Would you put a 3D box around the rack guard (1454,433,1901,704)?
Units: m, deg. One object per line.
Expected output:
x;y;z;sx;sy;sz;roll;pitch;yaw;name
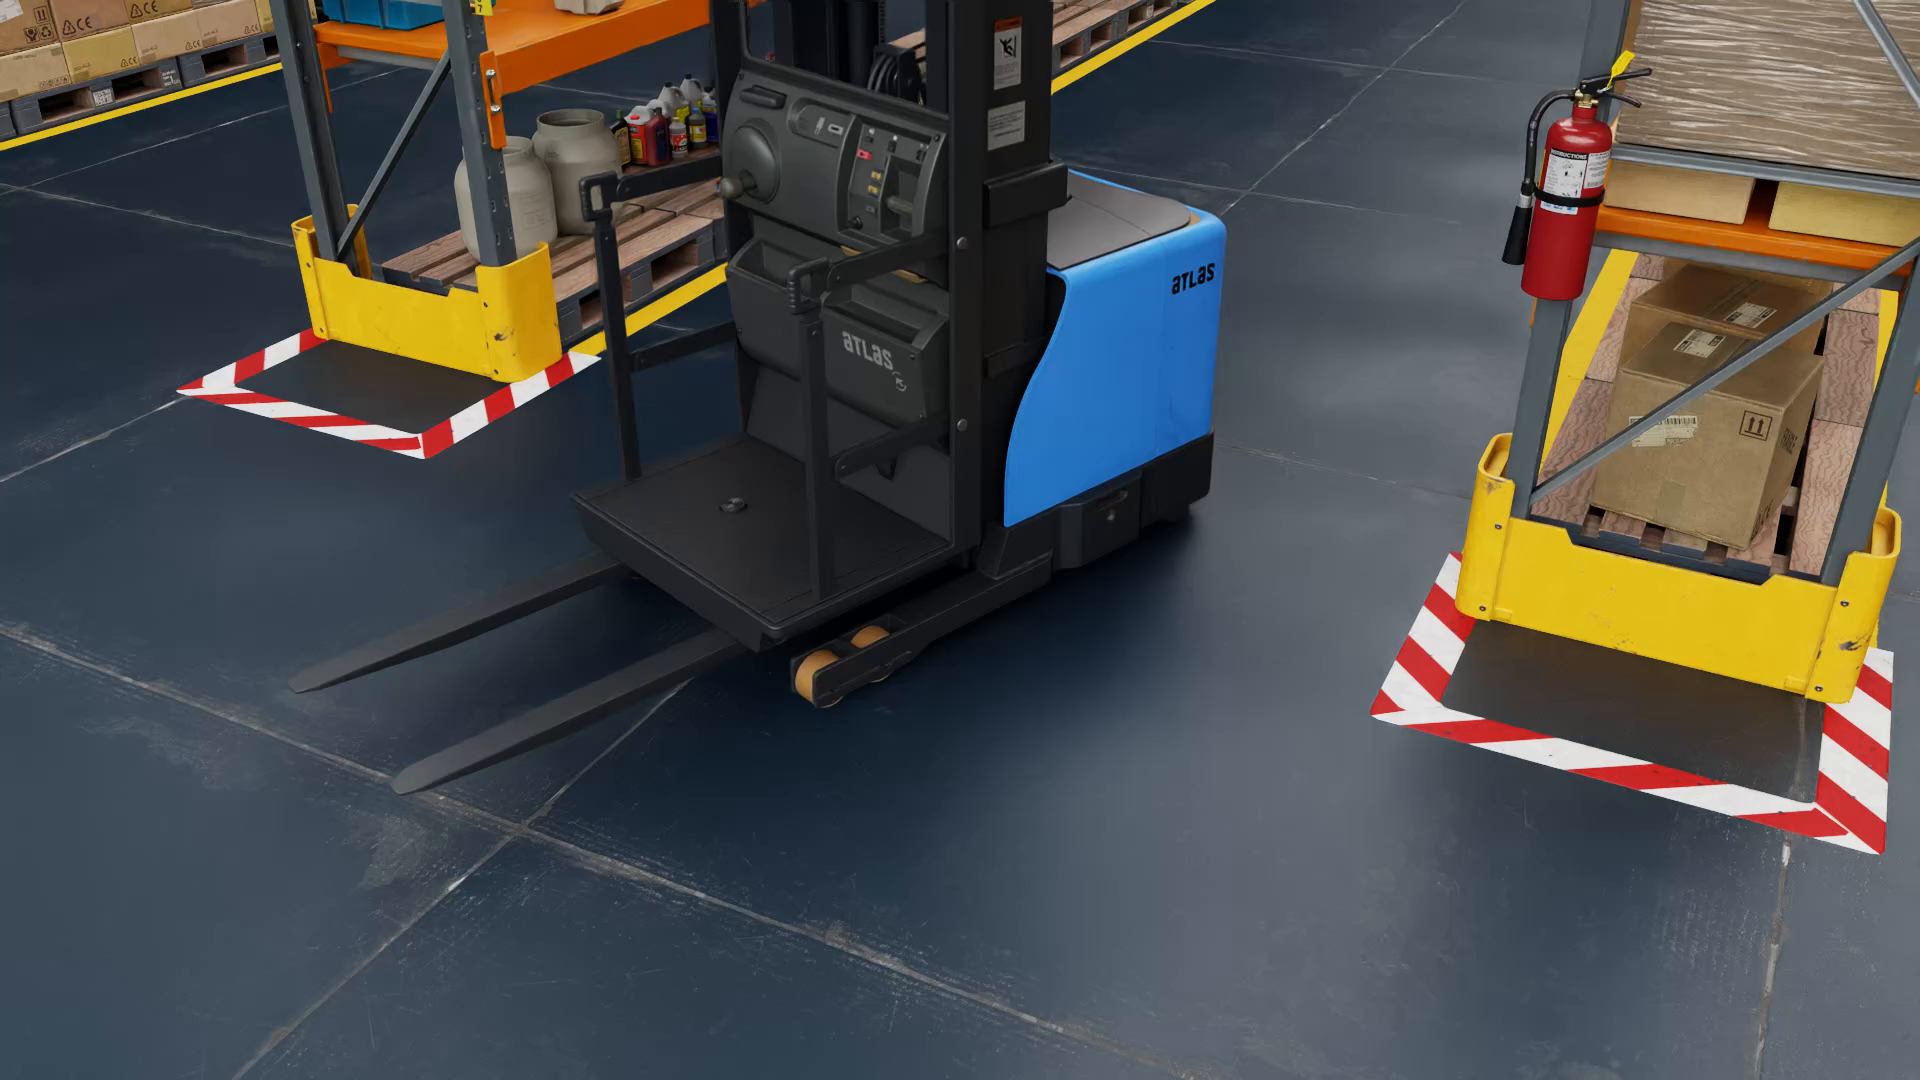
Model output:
2.176;0.070;5.127;1.175;0.500;0.348;14;33;23;rack guard

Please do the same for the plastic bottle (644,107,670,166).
-1.587;-2.112;8.702;0.061;0.283;0.133;14;33;23;plastic bottle

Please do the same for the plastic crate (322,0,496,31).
-2.306;-2.330;6.944;0.499;0.251;0.616;14;33;23;plastic crate

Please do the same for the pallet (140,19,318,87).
-5.253;-3.451;11.547;1.003;0.211;1.213;14;33;23;pallet

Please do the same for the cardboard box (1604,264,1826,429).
2.683;-0.625;5.914;0.500;0.500;0.500;24;38;36;cardboard box

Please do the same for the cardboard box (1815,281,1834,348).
3.279;-1.135;6.803;0.500;0.500;0.500;11;32;19;cardboard box

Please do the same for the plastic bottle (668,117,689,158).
-1.499;-2.142;8.836;0.097;0.201;0.097;0;30;0;plastic bottle

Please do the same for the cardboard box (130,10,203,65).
-5.321;-3.293;10.812;0.500;0.250;0.500;14;33;23;cardboard box

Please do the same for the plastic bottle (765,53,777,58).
-1.104;-2.696;9.726;0.152;0.276;0.135;16;33;25;plastic bottle

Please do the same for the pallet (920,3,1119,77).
0.432;-3.568;11.751;1.003;0.211;1.213;14;33;23;pallet

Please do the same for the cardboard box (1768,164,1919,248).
2.484;-0.944;4.634;0.380;0.149;0.250;14;33;23;cardboard box

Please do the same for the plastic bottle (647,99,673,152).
-1.619;-2.195;8.853;0.152;0.276;0.135;13;32;22;plastic bottle

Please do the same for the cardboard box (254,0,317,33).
-4.870;-3.737;11.586;0.500;0.250;0.500;14;33;23;cardboard box

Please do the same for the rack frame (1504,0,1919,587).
2.142;-0.981;4.446;1.000;3.000;0.127;14;33;23;rack frame

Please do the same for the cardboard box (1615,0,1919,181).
2.417;-1.391;4.760;0.875;0.500;0.500;14;33;23;cardboard box

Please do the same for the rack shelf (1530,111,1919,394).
3.053;-1.555;6.169;1.077;0.370;4.000;14;33;23;rack shelf

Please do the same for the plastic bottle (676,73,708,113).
-1.462;-2.384;9.107;0.144;0.351;0.185;14;33;23;plastic bottle

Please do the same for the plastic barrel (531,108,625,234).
-1.808;-1.739;7.842;0.421;0.512;0.421;0;30;0;plastic barrel

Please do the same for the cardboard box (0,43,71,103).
-5.780;-2.851;10.041;0.500;0.250;0.500;14;33;23;cardboard box

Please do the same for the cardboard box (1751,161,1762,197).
2.202;-1.156;5.002;0.380;0.149;0.250;14;33;23;cardboard box

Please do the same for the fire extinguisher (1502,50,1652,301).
1.679;-1.001;4.558;0.296;0.674;0.183;14;33;23;fire extinguisher

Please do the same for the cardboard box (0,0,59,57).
-5.791;-3.178;9.859;0.500;0.500;0.500;14;33;23;cardboard box

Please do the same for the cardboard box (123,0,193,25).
-5.333;-3.621;10.630;0.500;0.500;0.500;14;33;23;cardboard box

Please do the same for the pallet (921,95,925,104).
-0.789;-2.380;9.682;1.003;0.211;1.213;14;33;23;pallet

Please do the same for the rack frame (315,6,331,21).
-4.853;-5.003;11.450;1.000;3.000;0.127;14;33;23;rack frame

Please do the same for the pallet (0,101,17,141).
-6.364;-2.369;9.663;1.003;0.211;1.213;14;33;23;pallet

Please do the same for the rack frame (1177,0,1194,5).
1.377;-5.651;12.578;1.000;3.000;0.127;14;33;23;rack frame

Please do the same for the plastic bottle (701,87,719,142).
-1.319;-2.329;9.087;0.152;0.276;0.135;14;33;23;plastic bottle

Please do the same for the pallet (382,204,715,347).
-1.900;-1.298;7.799;1.003;0.211;1.213;14;33;23;pallet

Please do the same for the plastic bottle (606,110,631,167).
-1.784;-2.087;8.657;0.061;0.283;0.133;15;33;24;plastic bottle

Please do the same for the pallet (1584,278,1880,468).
3.135;-0.696;6.750;1.003;0.211;1.213;14;33;23;pallet

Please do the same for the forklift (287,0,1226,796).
-0.533;-1.071;4.672;3.031;2.935;1.130;-25;38;-36;forklift
